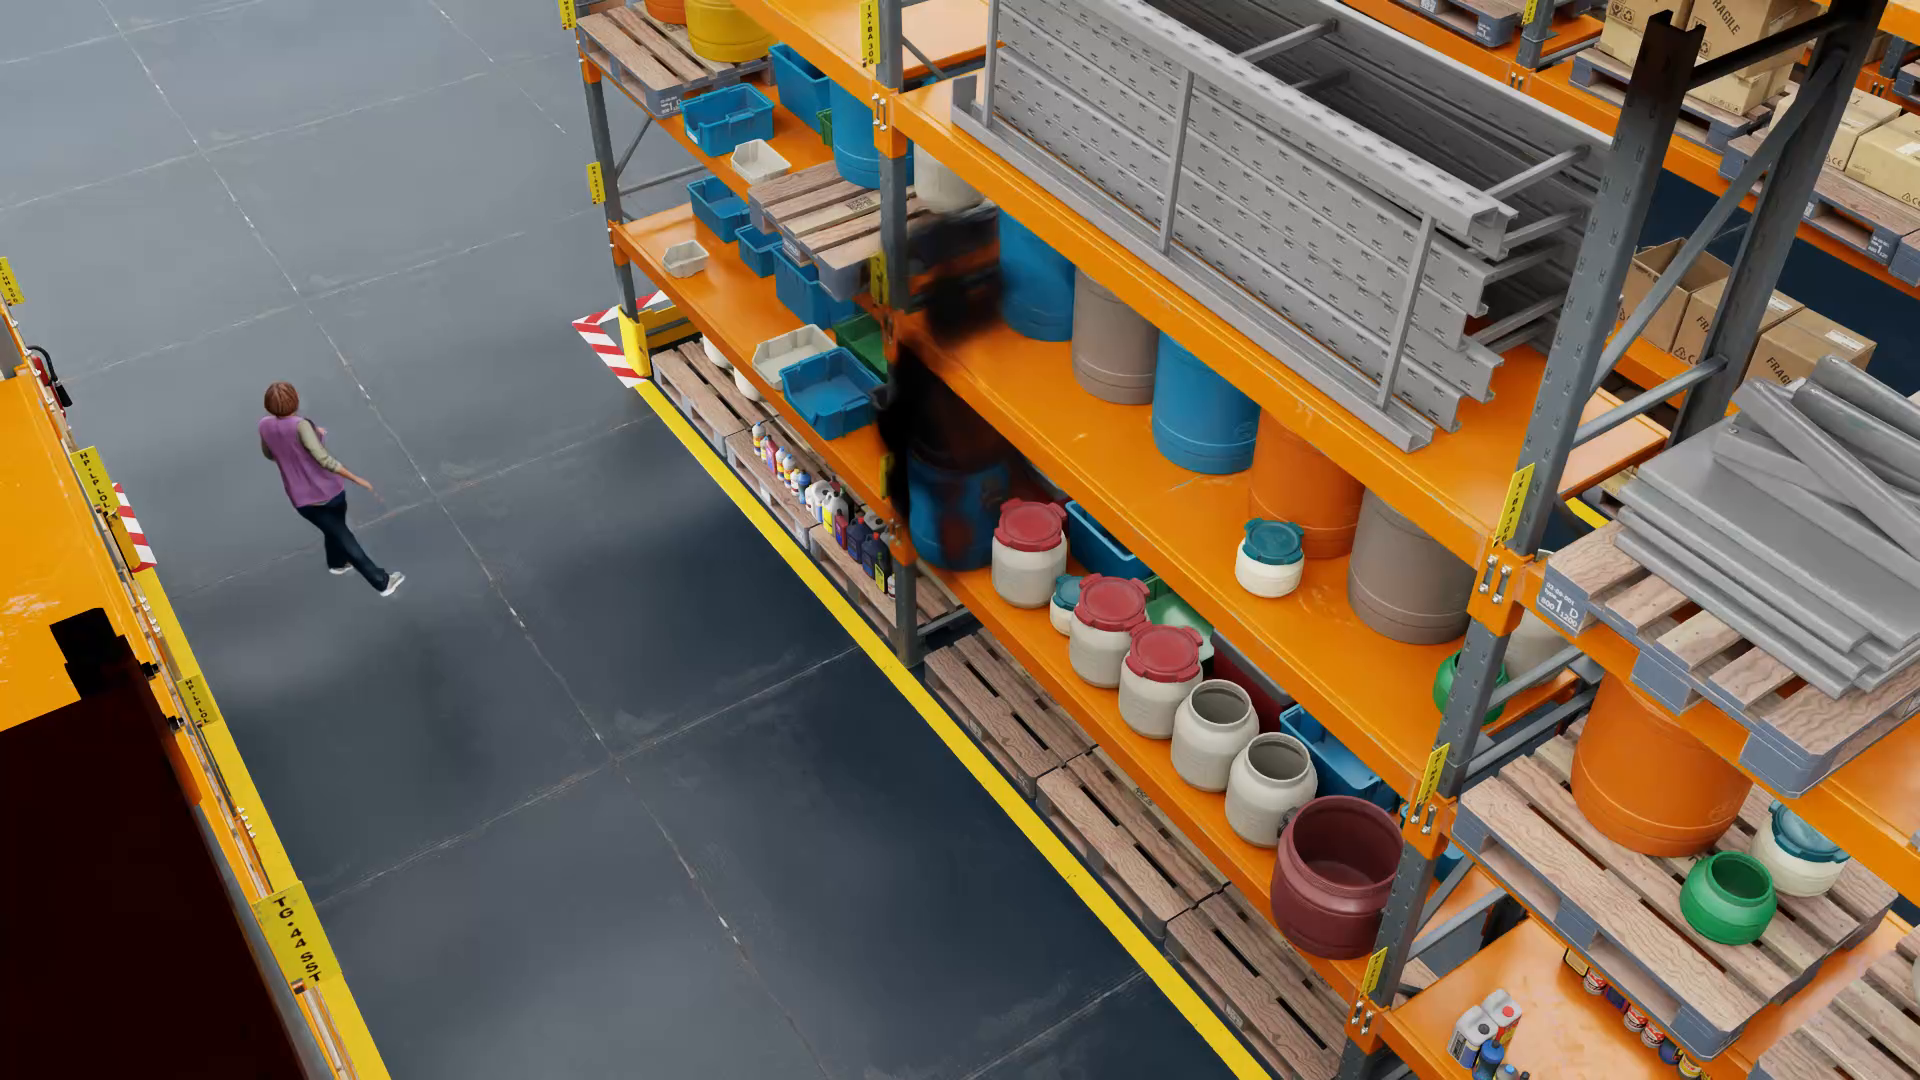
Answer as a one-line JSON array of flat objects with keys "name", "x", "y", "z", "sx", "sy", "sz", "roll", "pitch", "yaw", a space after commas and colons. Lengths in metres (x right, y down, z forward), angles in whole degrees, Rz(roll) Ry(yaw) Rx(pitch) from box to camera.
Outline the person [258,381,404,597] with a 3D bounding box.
[{"name": "person", "x": -4.013, "y": -0.284, "z": 10.543, "sx": 0.656, "sy": 1.603, "sz": 0.634, "roll": -8, "pitch": 43, "yaw": -8}]
